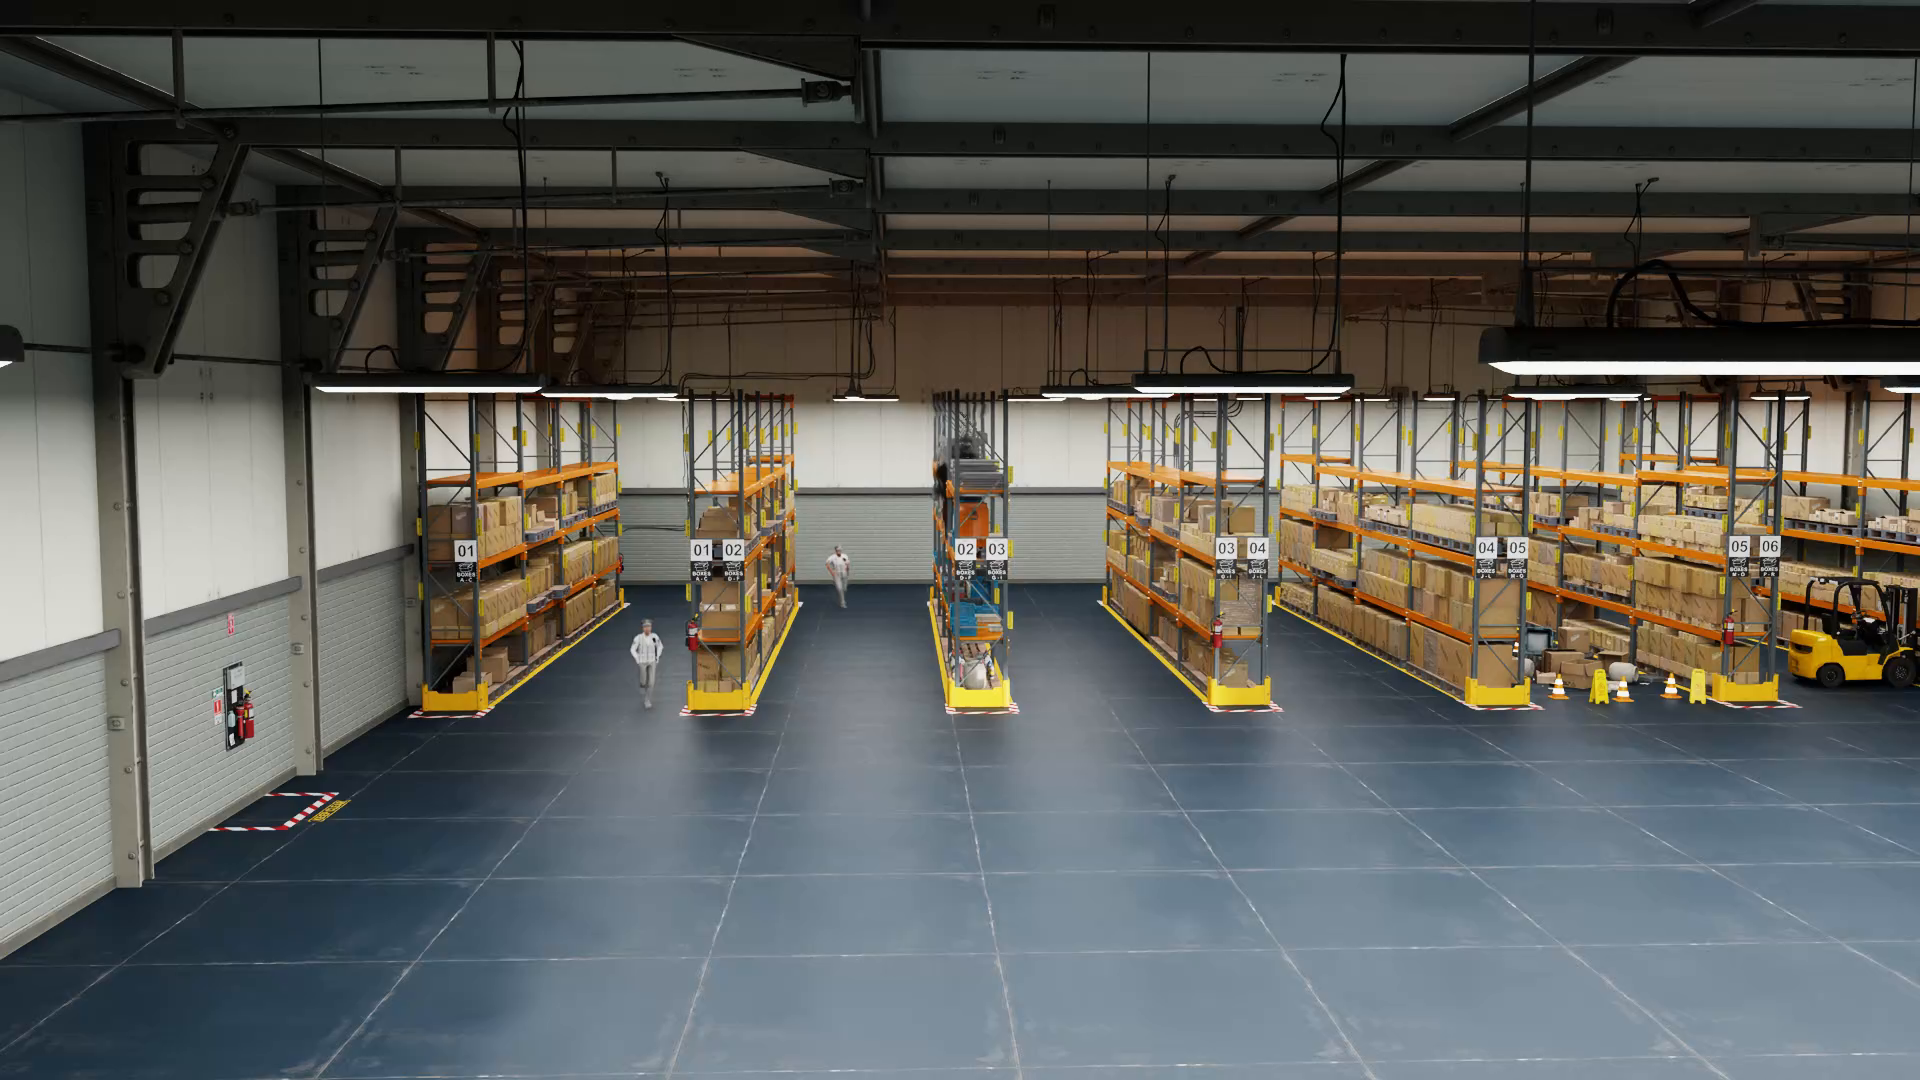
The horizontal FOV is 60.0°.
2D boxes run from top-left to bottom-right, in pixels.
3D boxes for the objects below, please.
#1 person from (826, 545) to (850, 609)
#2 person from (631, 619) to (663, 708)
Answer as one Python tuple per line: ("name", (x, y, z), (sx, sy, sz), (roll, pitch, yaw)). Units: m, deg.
("person", (-3.437, 1.019, 47.022), (0.688, 1.774, 0.876), (-1, 5, -12))
("person", (-5.956, 2.330, 31.681), (0.622, 1.676, 0.664), (-2, 5, -18))
